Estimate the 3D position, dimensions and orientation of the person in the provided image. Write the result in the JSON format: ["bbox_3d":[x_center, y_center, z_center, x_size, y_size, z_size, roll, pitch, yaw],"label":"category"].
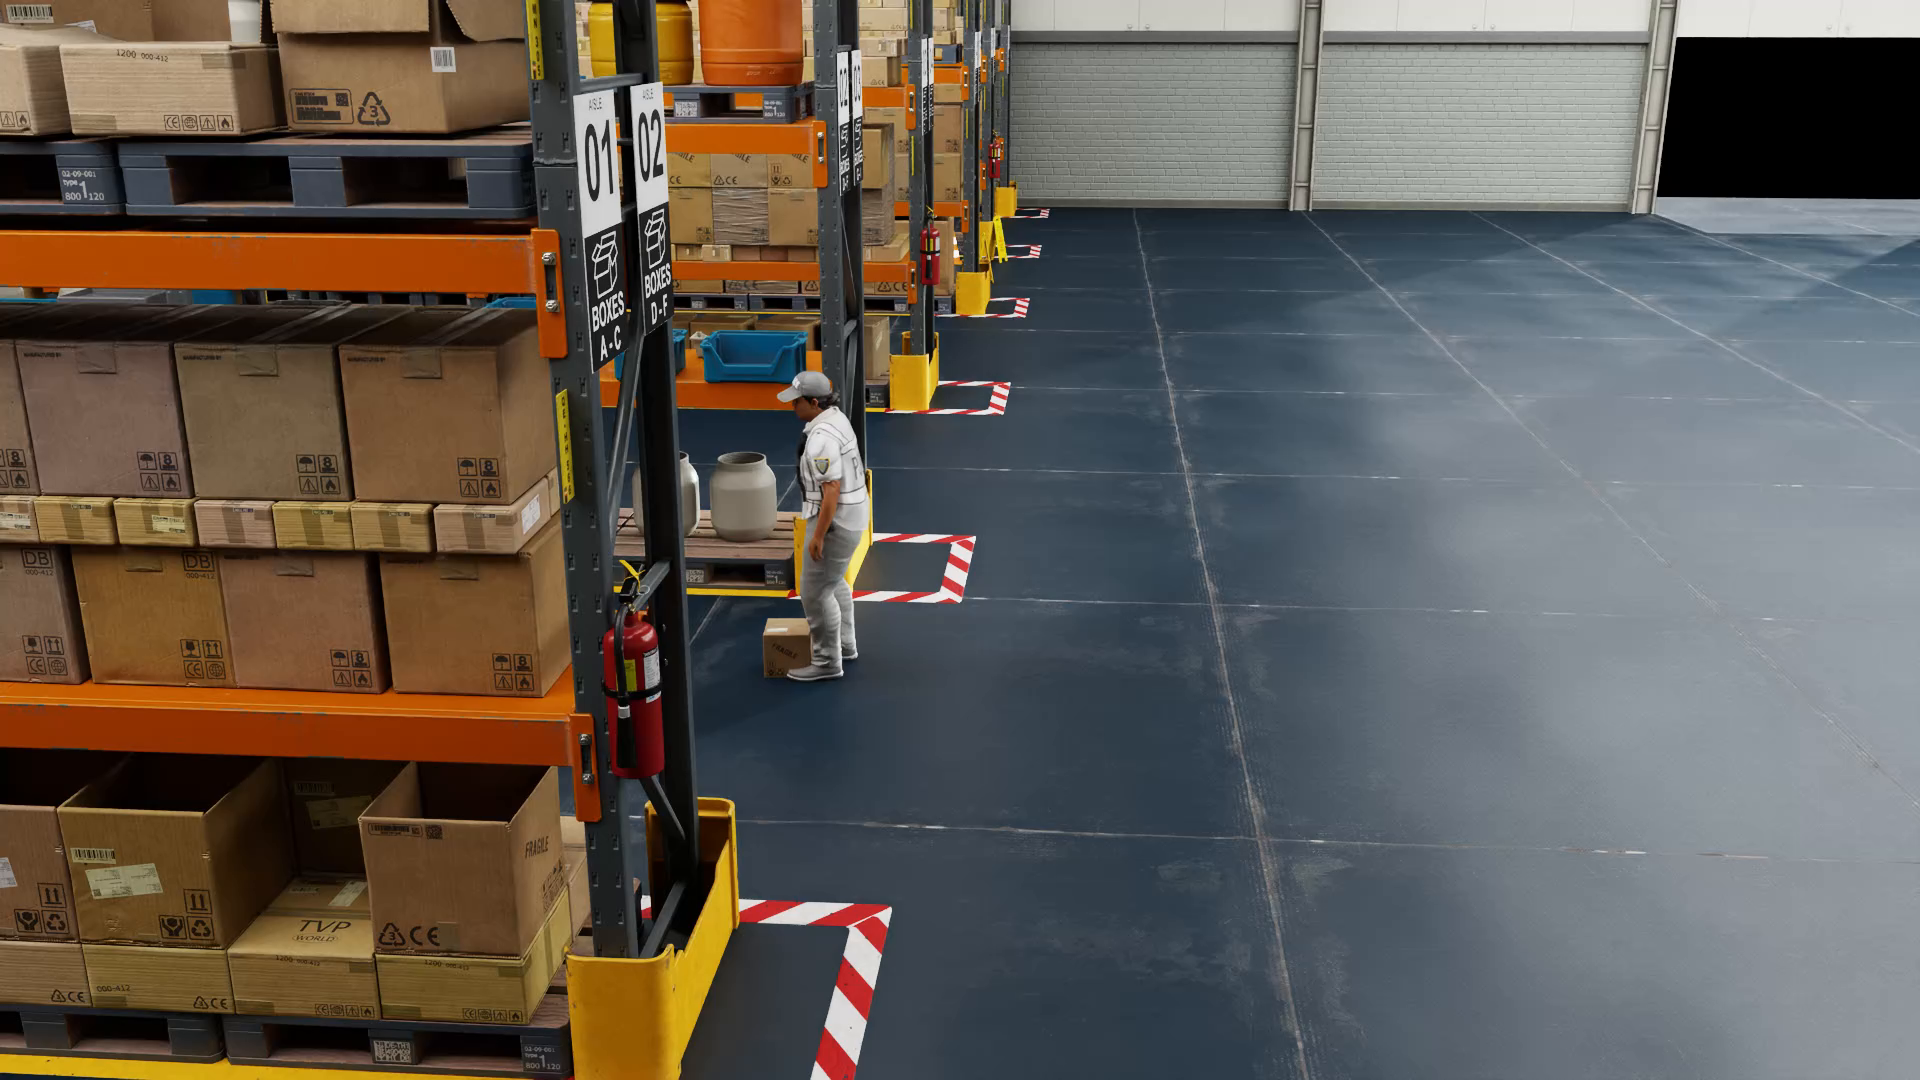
[{"bbox_3d":[-0.710,-0.084,8.803,0.463,1.667,0.563,0,18,1],"label":"person"}]
